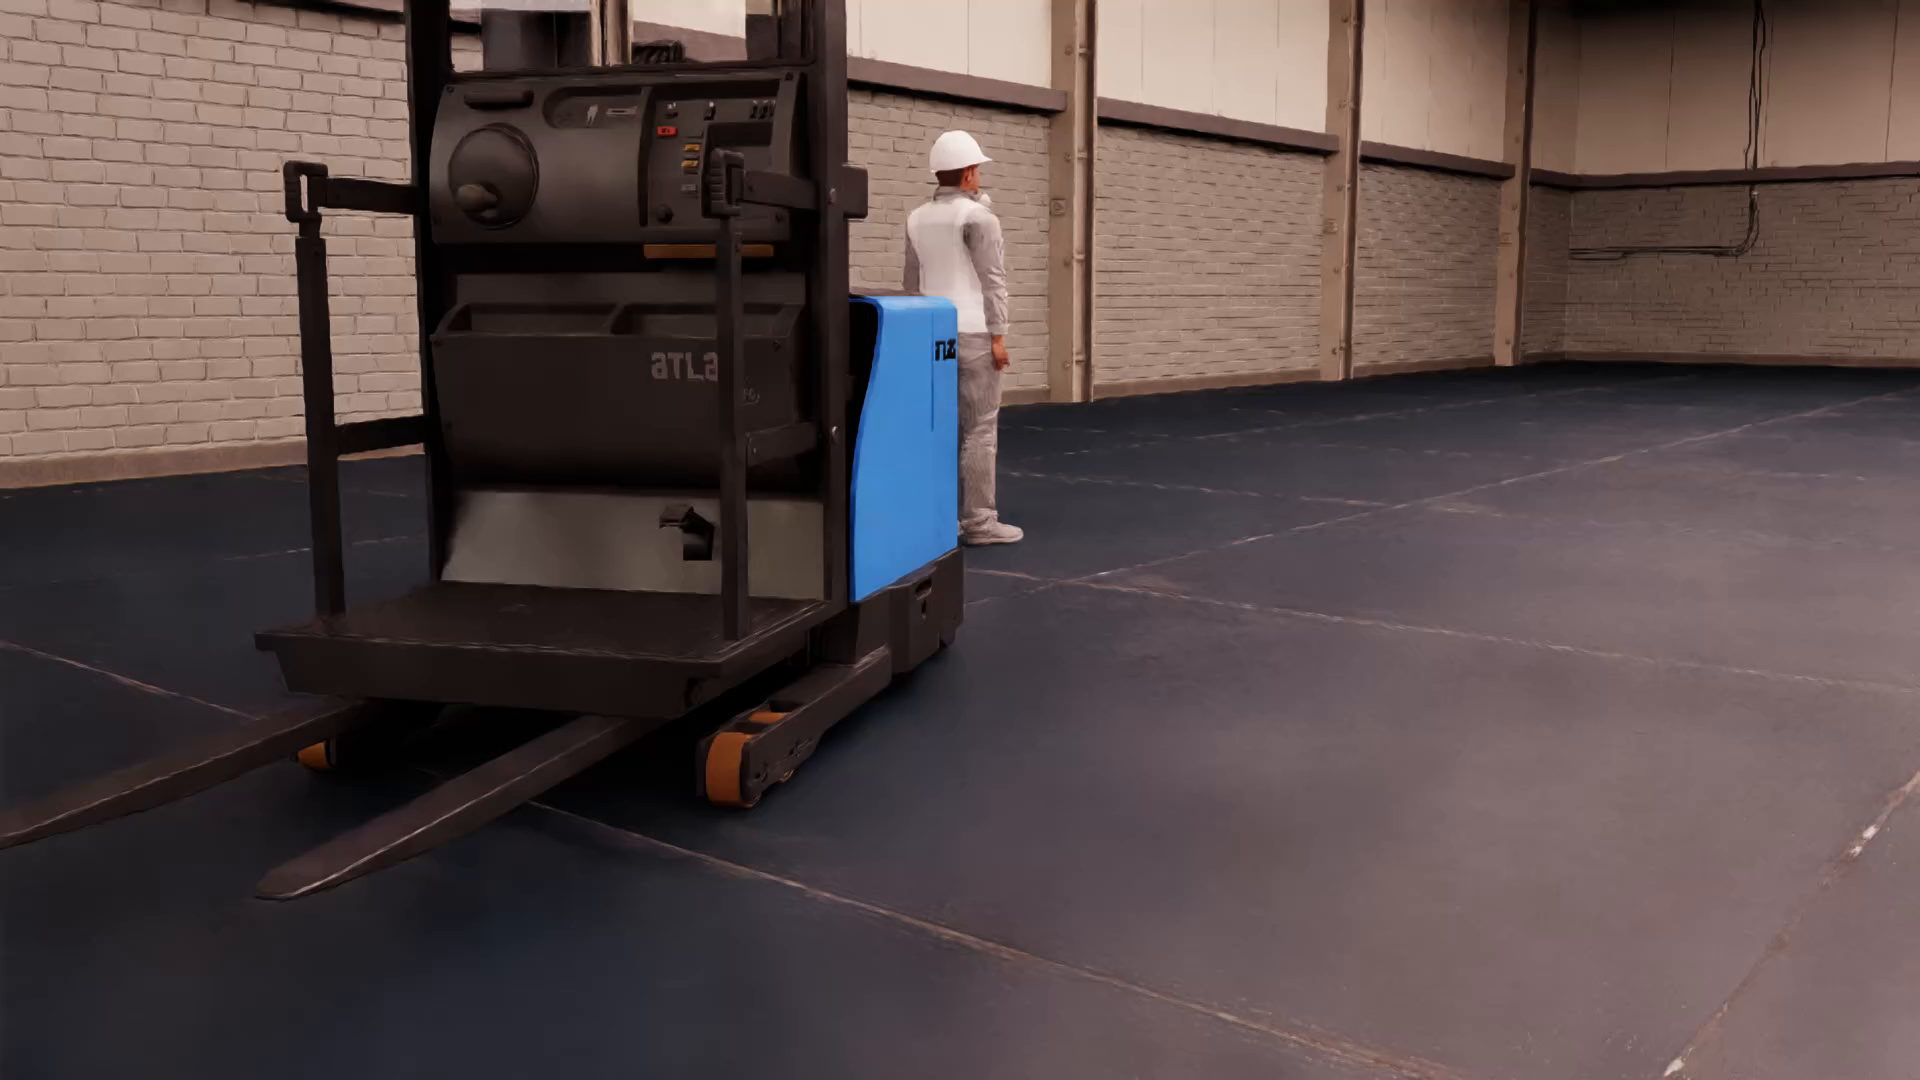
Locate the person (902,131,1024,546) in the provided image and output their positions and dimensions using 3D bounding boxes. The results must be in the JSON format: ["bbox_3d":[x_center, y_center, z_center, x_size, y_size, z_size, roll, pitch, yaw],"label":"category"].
[{"bbox_3d":[0.003,-0.878,7.284,0.529,1.776,0.356,7,11,38],"label":"person"}]

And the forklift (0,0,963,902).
[{"bbox_3d":[-0.878,-0.943,3.726,1.130,2.935,3.031,2,9,15],"label":"forklift"}]
